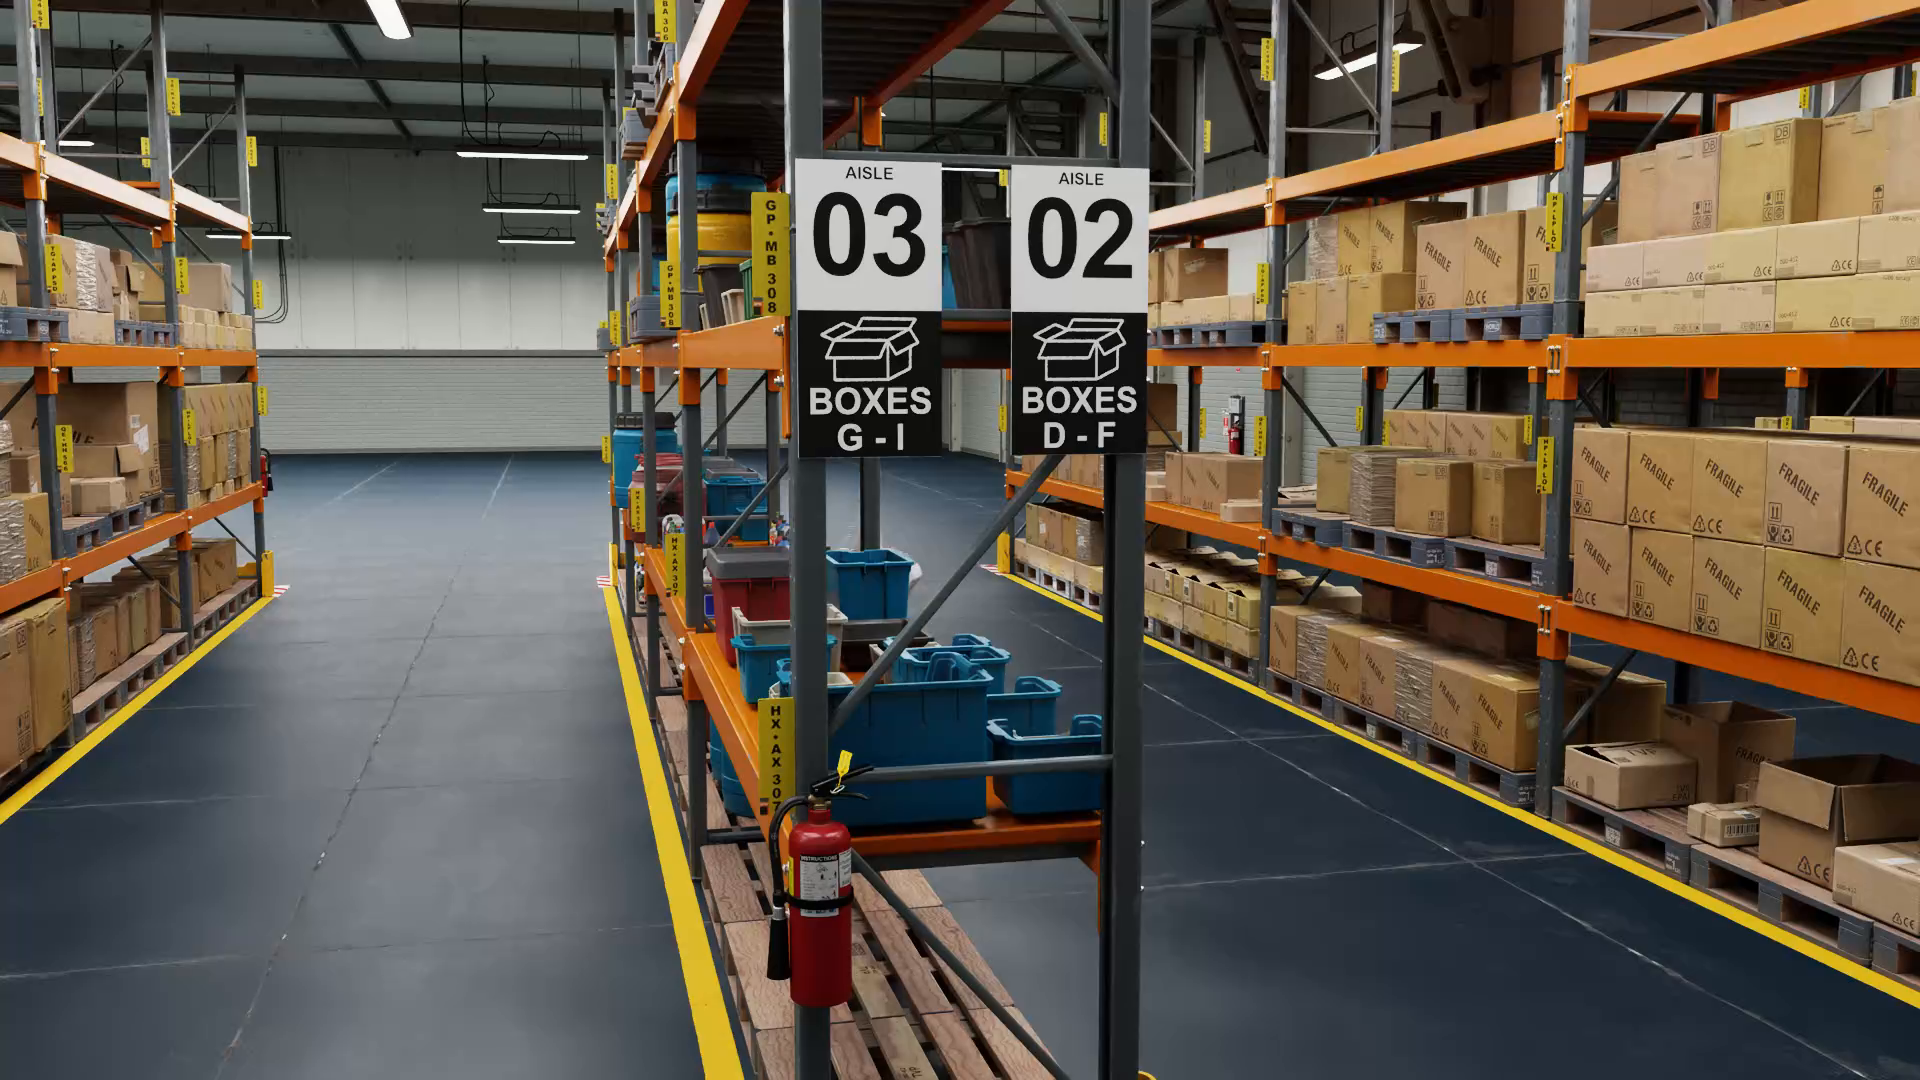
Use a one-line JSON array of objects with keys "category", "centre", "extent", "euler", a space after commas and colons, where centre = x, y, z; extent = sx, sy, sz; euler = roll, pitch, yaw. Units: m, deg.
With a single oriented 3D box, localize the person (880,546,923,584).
[{"category": "person", "centre": [-0.864, 0.476, 16.956], "extent": [0.967, 0.807, 0.528], "euler": [-2, 6, -15]}]
